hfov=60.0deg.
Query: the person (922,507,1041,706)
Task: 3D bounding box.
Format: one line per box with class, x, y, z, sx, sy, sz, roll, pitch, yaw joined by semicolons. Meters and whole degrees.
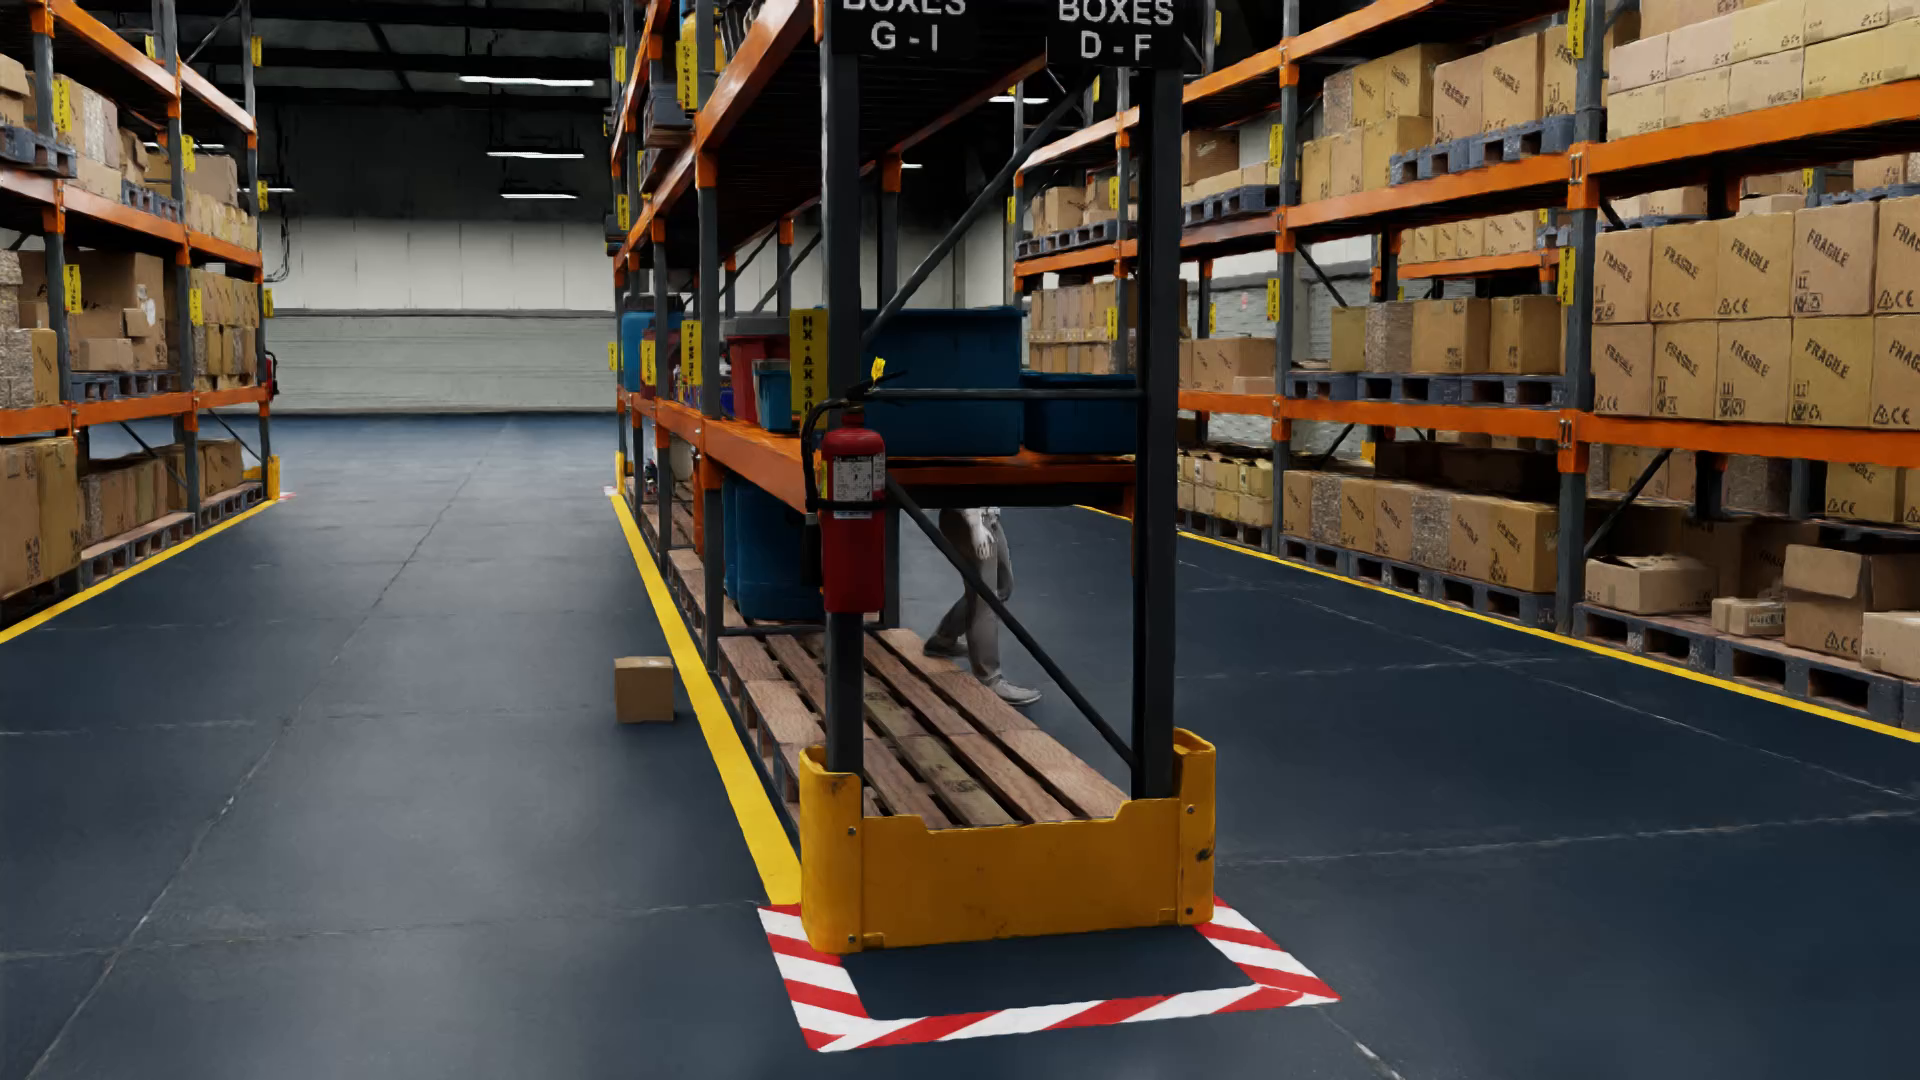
person;0.097;-0.087;7.644;0.557;1.663;0.588;0;6;2
